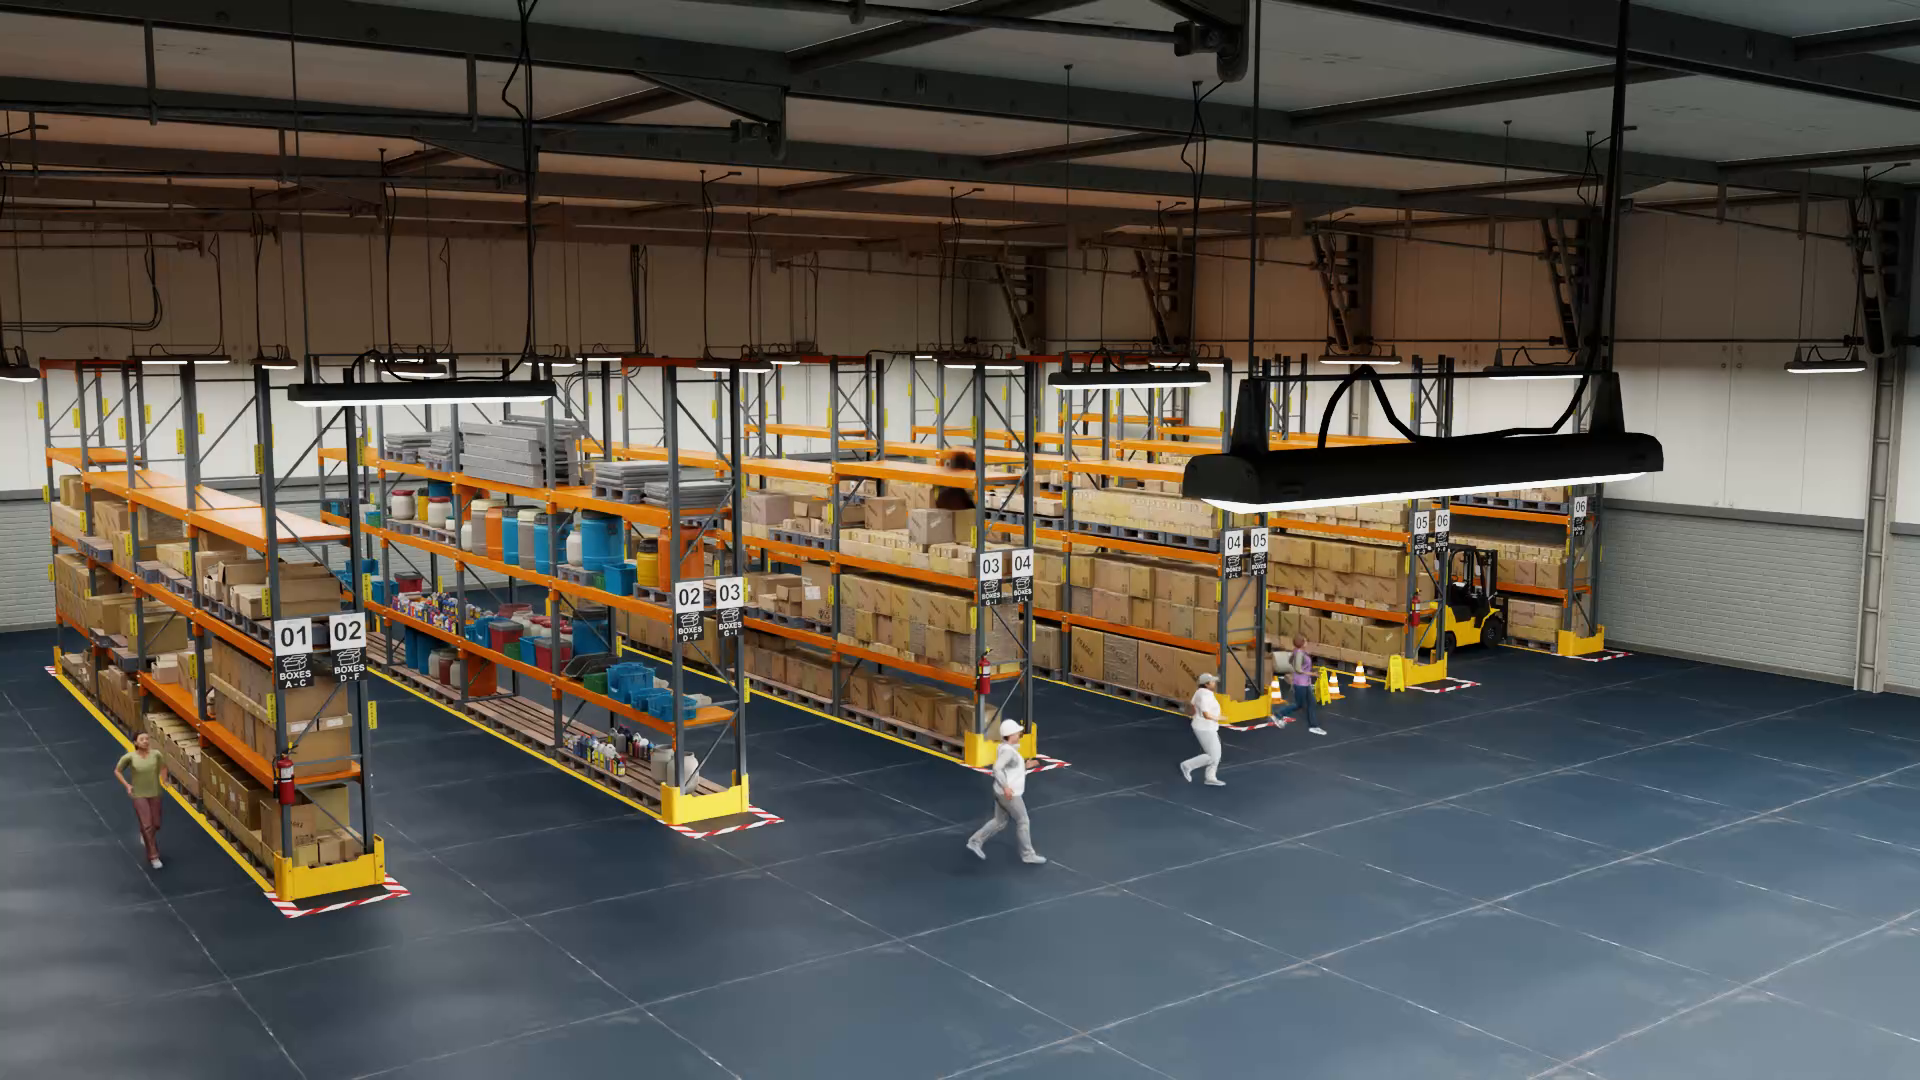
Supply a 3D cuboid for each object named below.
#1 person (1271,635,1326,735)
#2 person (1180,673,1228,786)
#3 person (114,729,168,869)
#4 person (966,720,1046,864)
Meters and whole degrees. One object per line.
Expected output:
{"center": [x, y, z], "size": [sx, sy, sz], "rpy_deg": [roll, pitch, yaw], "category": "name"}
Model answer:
{"center": [5.369, 2.280, 26.275], "size": [0.861, 1.586, 0.554], "rpy_deg": [2, 7, 15], "category": "person"}
{"center": [3.448, 2.692, 23.622], "size": [0.679, 1.630, 0.616], "rpy_deg": [0, 7, -2], "category": "person"}
{"center": [-9.908, 3.108, 20.196], "size": [0.579, 1.657, 0.804], "rpy_deg": [-6, 9, -42], "category": "person"}
{"center": [0.562, 3.029, 19.973], "size": [0.972, 1.764, 0.653], "rpy_deg": [-1, 7, -10], "category": "person"}
